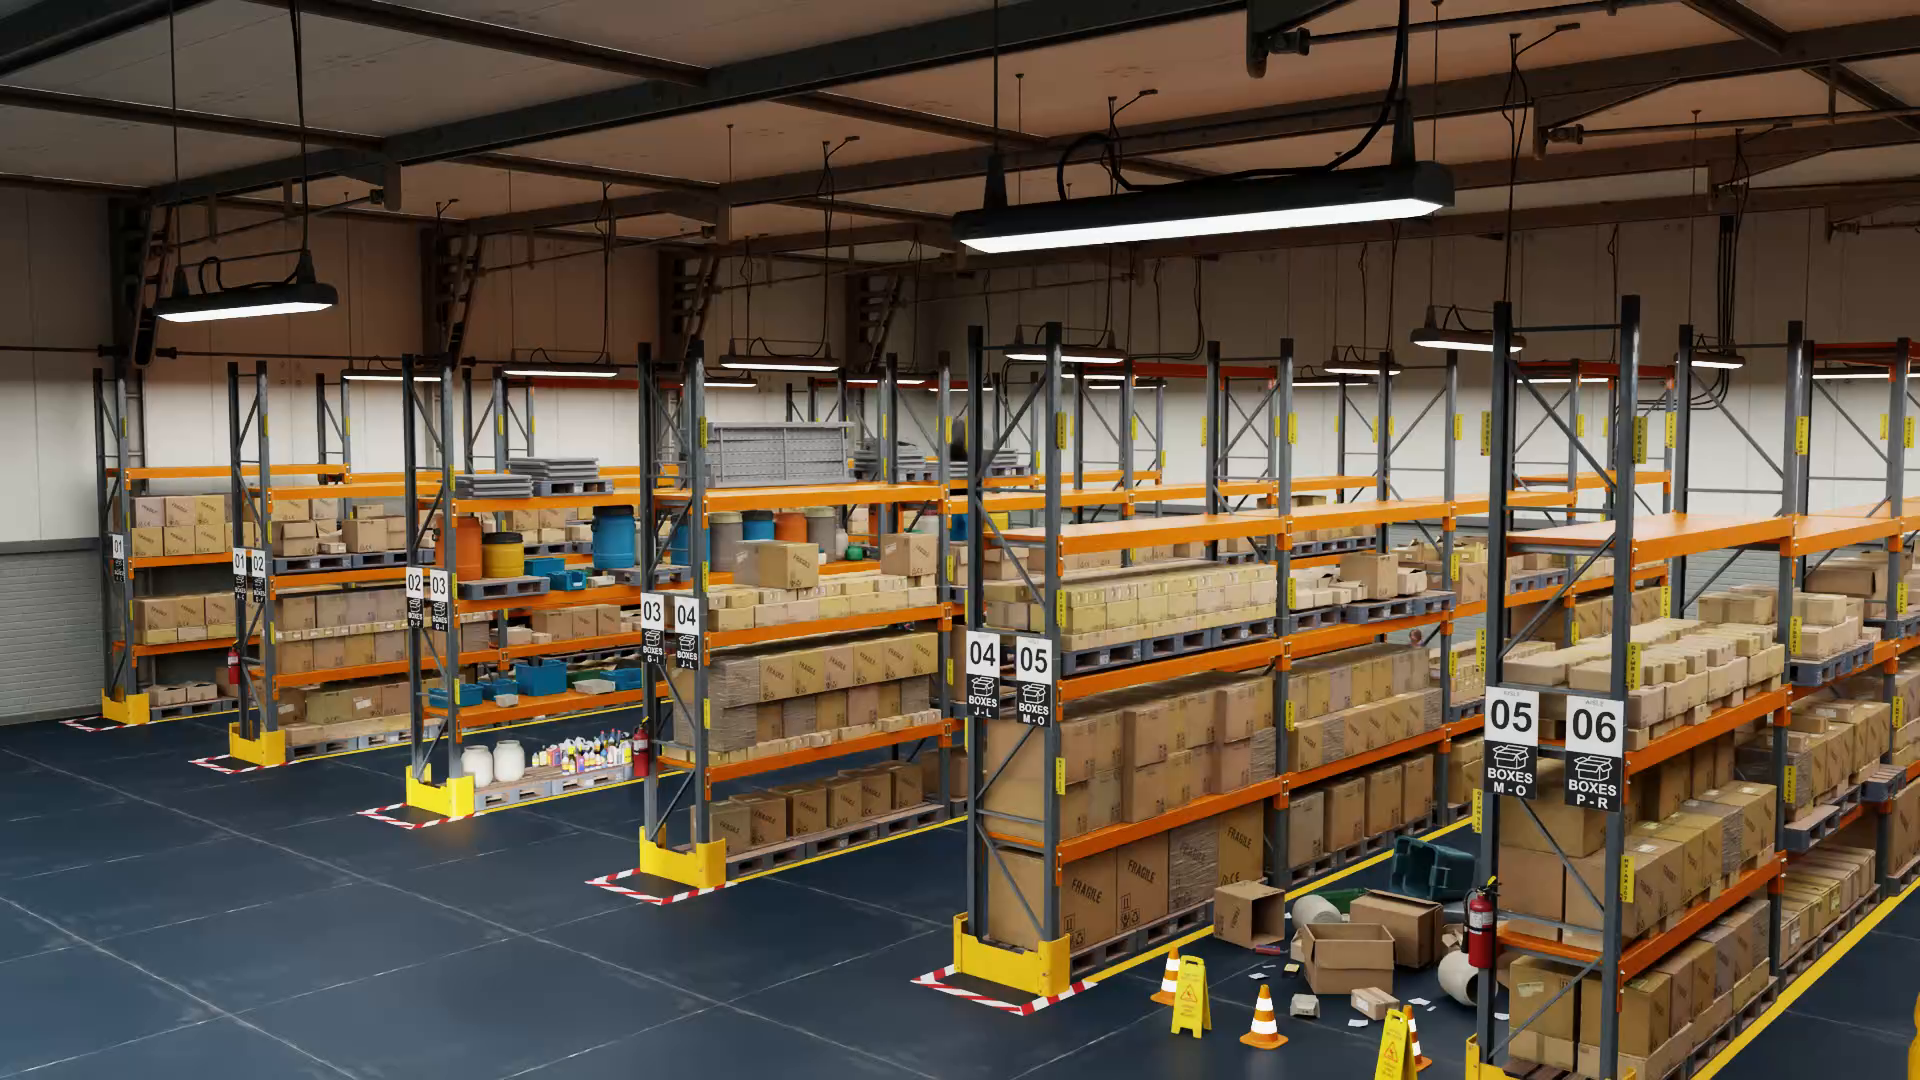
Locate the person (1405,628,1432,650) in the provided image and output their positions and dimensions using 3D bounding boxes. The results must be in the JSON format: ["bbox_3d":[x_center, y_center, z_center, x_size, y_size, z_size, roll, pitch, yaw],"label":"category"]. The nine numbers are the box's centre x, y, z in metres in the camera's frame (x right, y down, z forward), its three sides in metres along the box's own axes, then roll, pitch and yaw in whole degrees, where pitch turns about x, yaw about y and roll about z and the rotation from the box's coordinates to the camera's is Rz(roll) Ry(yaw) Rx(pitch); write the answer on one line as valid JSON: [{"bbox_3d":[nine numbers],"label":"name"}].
[{"bbox_3d":[7.691,2.288,27.997,0.531,1.626,0.823,4,6,42],"label":"person"}]
